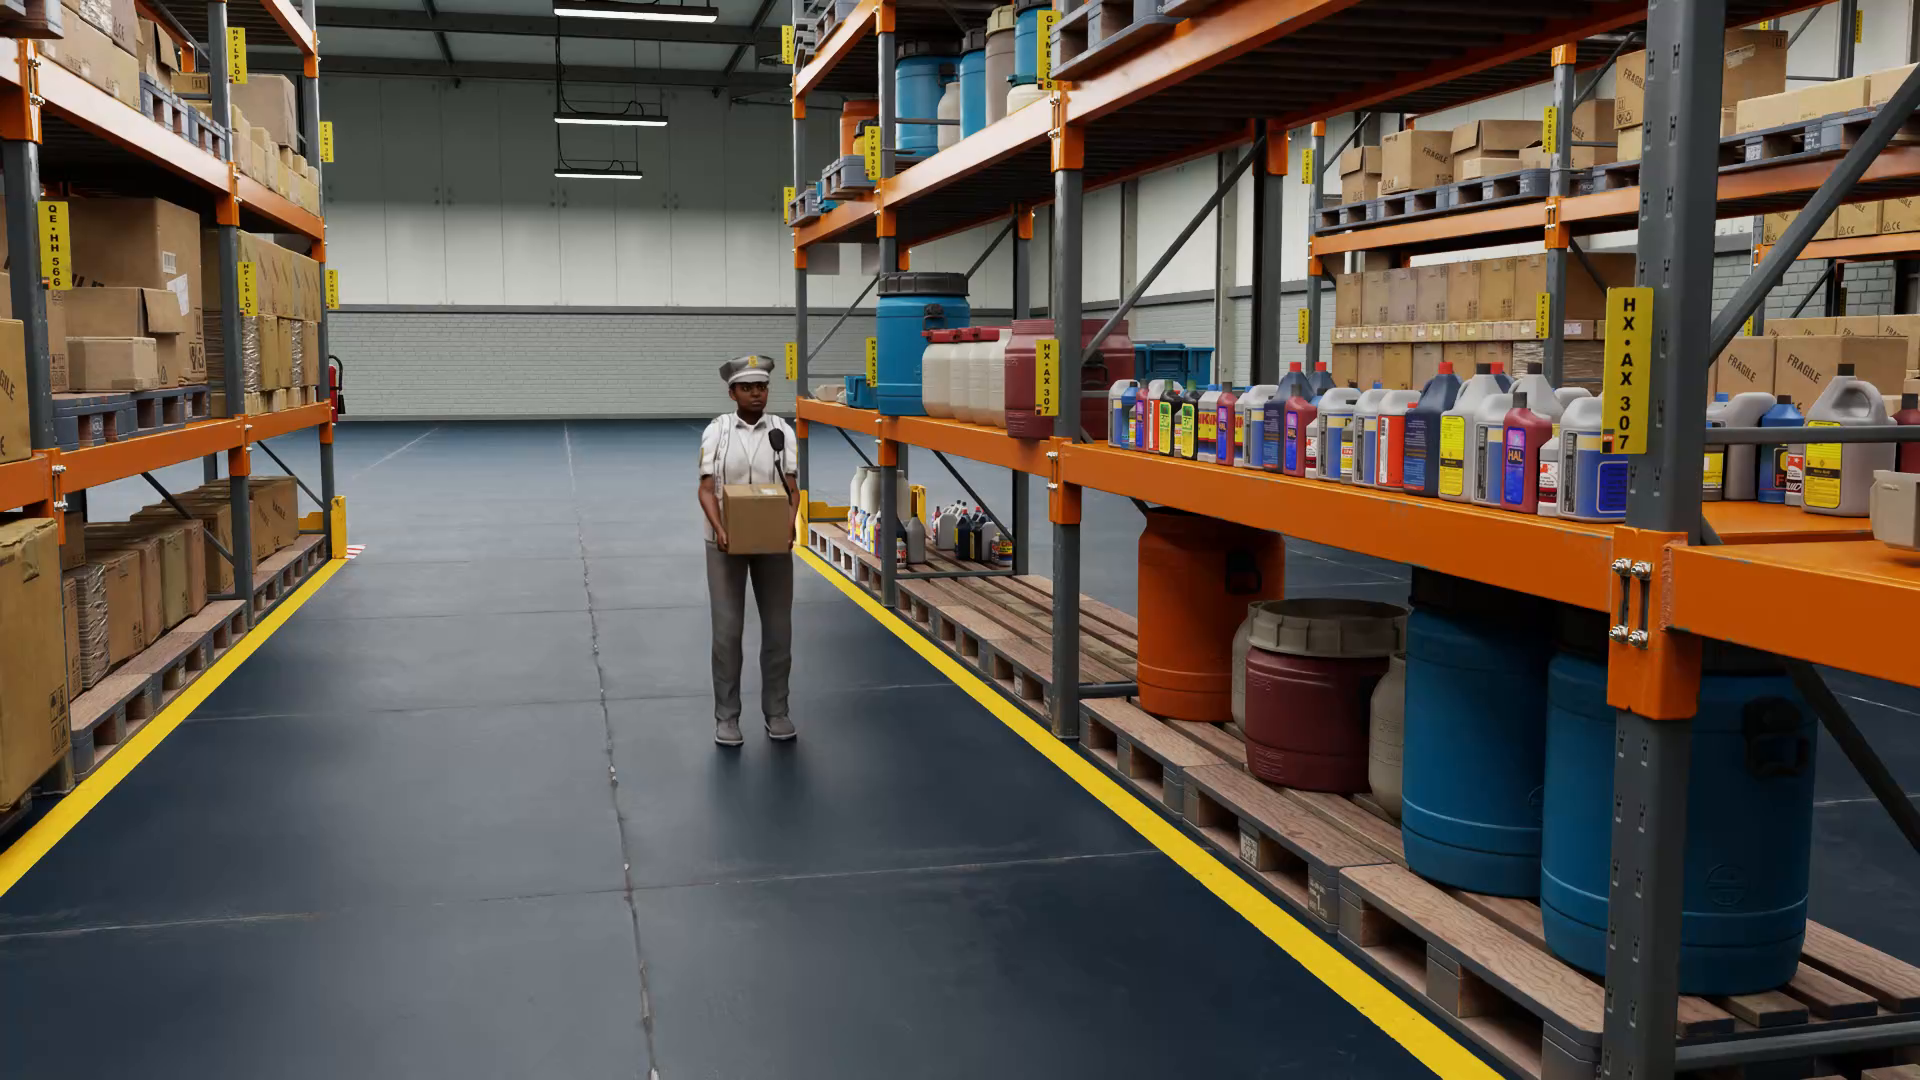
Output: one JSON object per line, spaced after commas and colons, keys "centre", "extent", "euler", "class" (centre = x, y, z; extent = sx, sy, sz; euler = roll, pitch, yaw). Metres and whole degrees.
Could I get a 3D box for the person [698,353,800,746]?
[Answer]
{"centre": [-0.908, 0.038, 7.235], "extent": [0.448, 1.691, 0.516], "euler": [-1, 6, -13], "class": "person"}
